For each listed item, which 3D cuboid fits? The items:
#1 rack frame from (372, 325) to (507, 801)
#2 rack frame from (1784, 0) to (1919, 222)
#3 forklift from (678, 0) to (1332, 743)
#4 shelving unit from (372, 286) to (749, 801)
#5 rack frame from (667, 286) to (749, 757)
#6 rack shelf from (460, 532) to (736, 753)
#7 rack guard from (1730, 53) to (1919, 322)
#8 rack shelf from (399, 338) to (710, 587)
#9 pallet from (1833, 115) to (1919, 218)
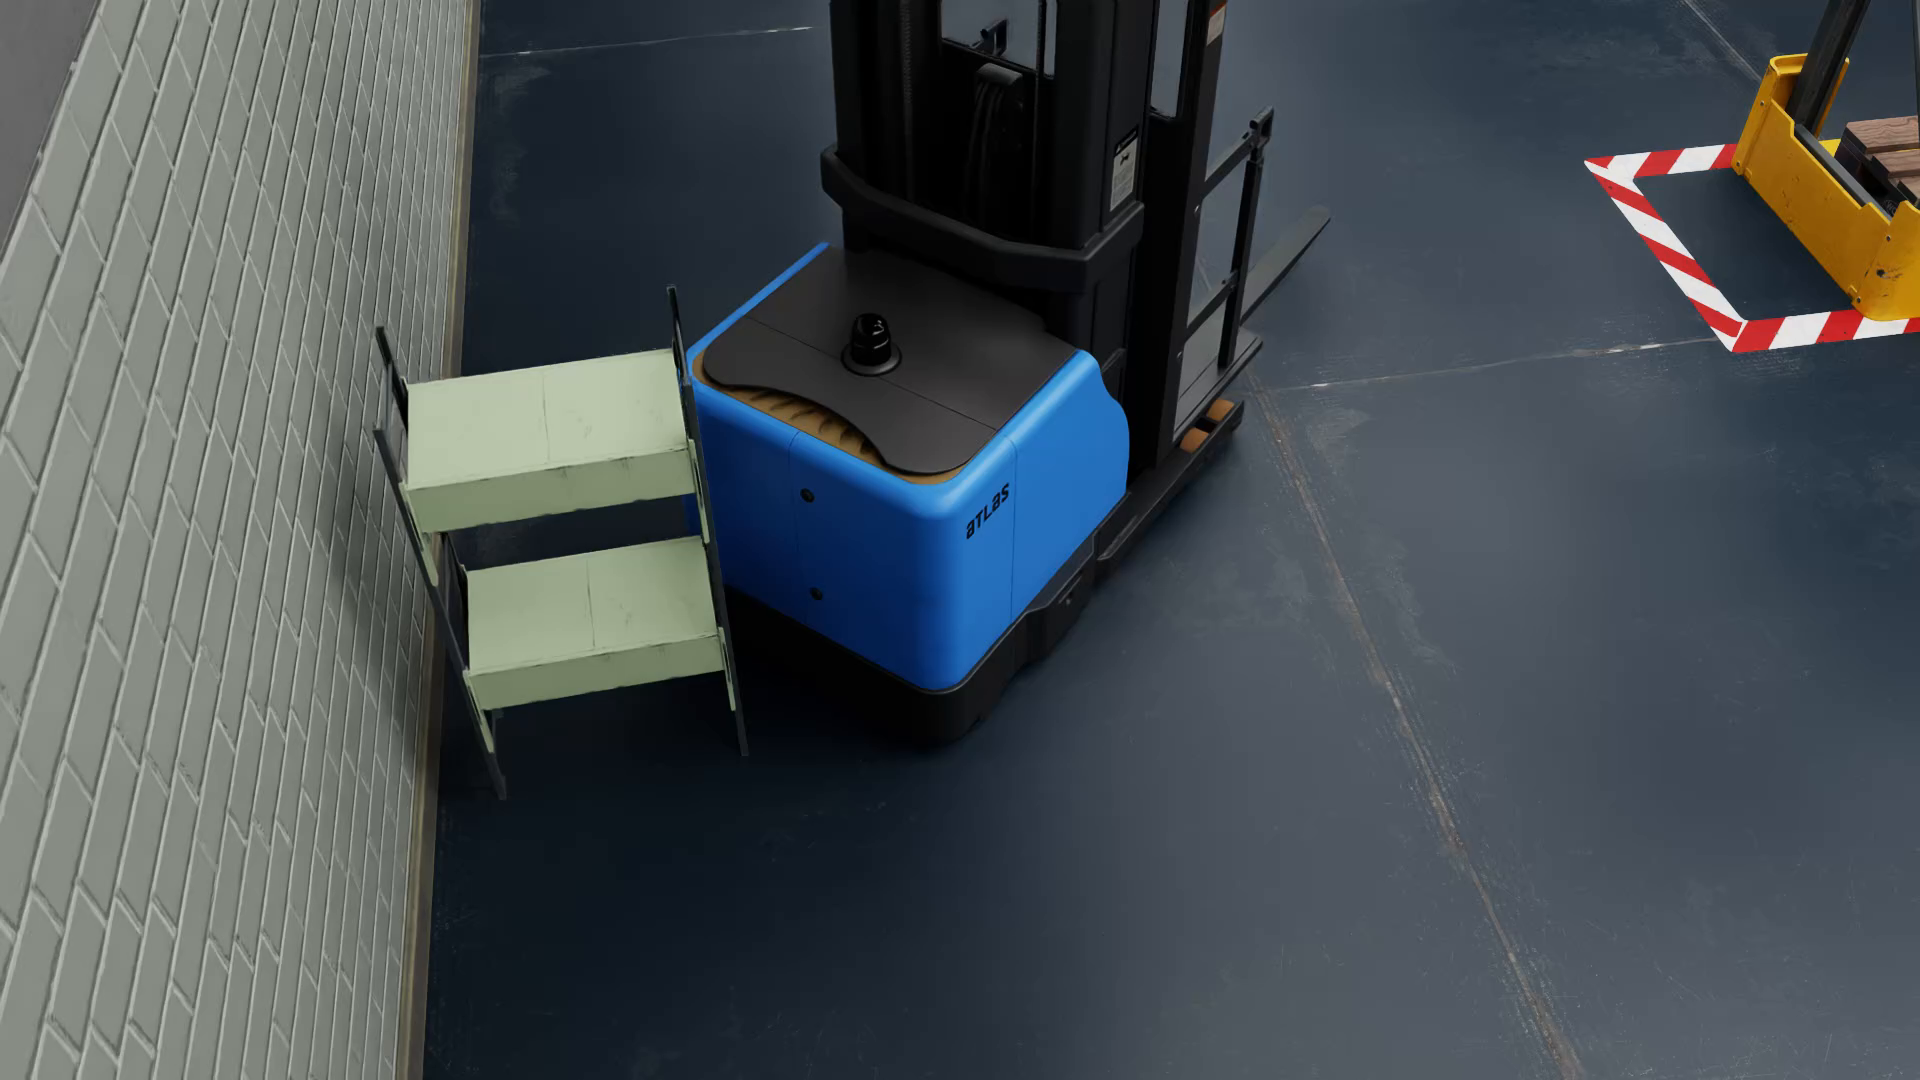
[{"bbox_3d":[-1.417,0.121,4.592,0.023,1.500,0.400,-9,47,-9],"label":"rack frame"},{"bbox_3d":[3.684,-2.346,5.928,0.127,3.000,1.000,-7,46,-7],"label":"rack frame"},{"bbox_3d":[0.377,-1.432,5.094,1.130,2.935,3.031,26,51,23],"label":"forklift"},{"bbox_3d":[-1.060,0.063,4.648,0.755,1.500,0.431,-9,47,-9],"label":"shelving unit"},{"bbox_3d":[-0.703,0.005,4.704,0.023,1.500,0.400,-9,47,-9],"label":"rack frame"},{"bbox_3d":[-1.060,0.289,4.883,0.720,0.370,0.431,-9,47,-9],"label":"rack shelf"},{"bbox_3d":[3.662,-1.467,6.816,0.348,0.500,1.175,-7,46,-7],"label":"rack guard"},{"bbox_3d":[-1.060,-0.208,4.367,0.720,0.370,0.431,-9,47,-9],"label":"rack shelf"},{"bbox_3d":[4.503,-1.453,7.003,1.213,0.211,1.003,-7,46,-7],"label":"pallet"}]
